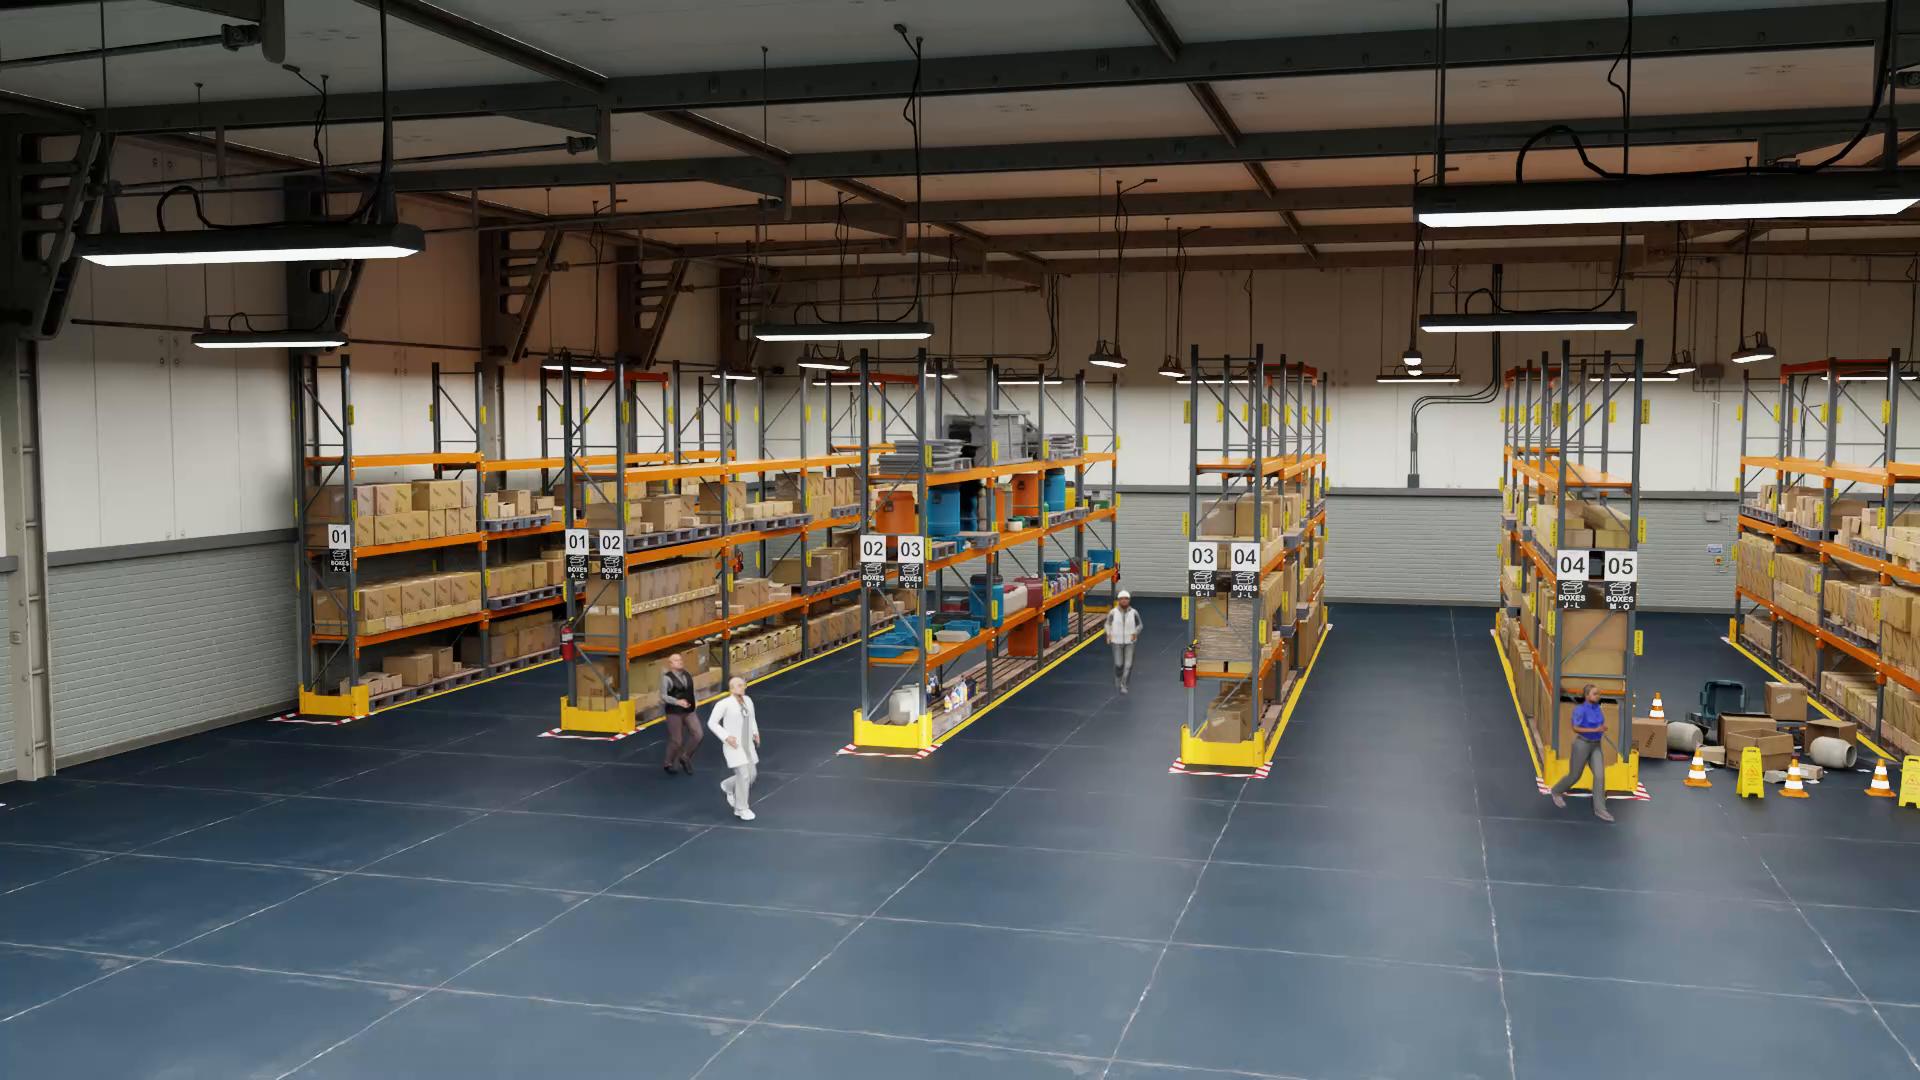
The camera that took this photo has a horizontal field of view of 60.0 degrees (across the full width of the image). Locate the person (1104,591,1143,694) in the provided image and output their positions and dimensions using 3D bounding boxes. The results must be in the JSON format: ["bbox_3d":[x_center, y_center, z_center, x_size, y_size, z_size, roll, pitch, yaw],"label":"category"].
[{"bbox_3d":[2.781,1.737,28.249,0.660,1.744,0.522,0,4,4],"label":"person"}]

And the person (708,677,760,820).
[{"bbox_3d":[-2.818,2.578,20.750,0.718,1.750,0.721,4,6,41],"label":"person"}]

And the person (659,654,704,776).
[{"bbox_3d":[-3.873,2.429,23.125,0.668,1.705,0.677,-4,6,-44],"label":"person"}]

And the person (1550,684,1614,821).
[{"bbox_3d":[7.782,2.597,20.667,0.578,1.640,0.945,-2,5,-24],"label":"person"}]
